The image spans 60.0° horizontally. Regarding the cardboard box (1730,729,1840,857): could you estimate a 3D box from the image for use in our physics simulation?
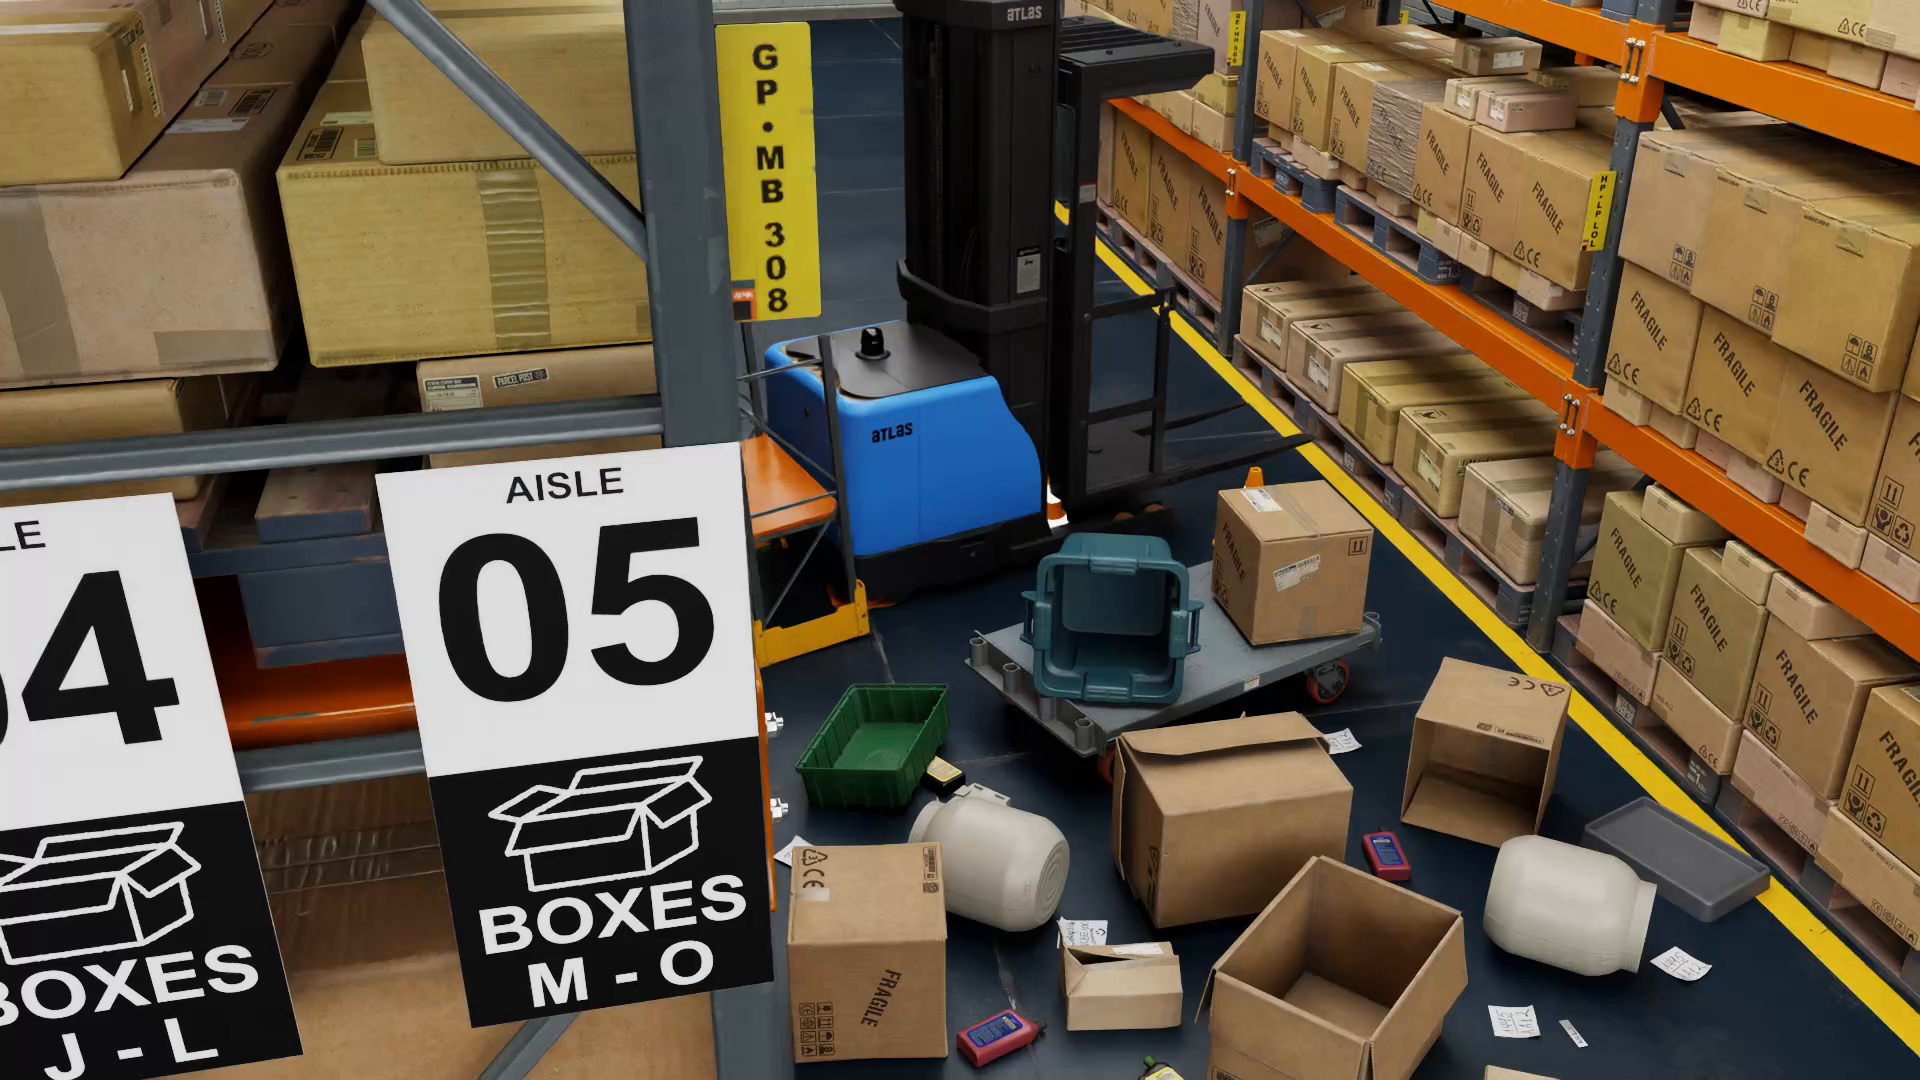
[{"bbox_3d":[3.272,0.910,6.203,0.500,0.250,0.500,-6,27,-12],"label":"cardboard box"}]

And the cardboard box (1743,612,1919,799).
[{"bbox_3d":[3.266,0.571,6.043,0.500,0.500,0.500,-5,27,-9],"label":"cardboard box"}]

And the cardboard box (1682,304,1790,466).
[{"bbox_3d":[3.112,-0.620,6.208,0.500,0.500,0.500,-6,27,-12],"label":"cardboard box"}]

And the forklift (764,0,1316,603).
[{"bbox_3d":[0.539,-1.475,8.420,3.031,2.935,1.130,-15,30,-27],"label":"forklift"}]

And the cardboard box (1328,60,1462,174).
[{"bbox_3d":[2.373,-2.321,9.113,0.500,0.500,0.500,-5,27,-11],"label":"cardboard box"}]

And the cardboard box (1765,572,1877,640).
[{"bbox_3d":[3.169,0.224,6.010,0.380,0.149,0.250,-4,27,-9],"label":"cardboard box"}]

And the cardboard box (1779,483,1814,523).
[{"bbox_3d":[3.216,-0.154,6.005,0.380,0.149,0.250,-6,27,-12],"label":"cardboard box"}]

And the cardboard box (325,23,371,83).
[{"bbox_3d":[-0.724,-0.677,2.692,0.500,0.250,0.500,-6,27,-12],"label":"cardboard box"}]

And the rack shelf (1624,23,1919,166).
[{"bbox_3d":[3.599,-1.022,4.915,1.077,0.370,4.000,-6,27,-12],"label":"rack shelf"}]

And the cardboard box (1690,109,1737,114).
[{"bbox_3d":[6.358,-3.510,13.963,0.380,0.149,0.250,-5,27,-10],"label":"cardboard box"}]

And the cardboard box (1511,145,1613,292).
[{"bbox_3d":[2.821,-1.426,7.340,0.500,0.500,0.500,-6,27,-13],"label":"cardboard box"}]

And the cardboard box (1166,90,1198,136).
[{"bbox_3d":[1.750,-2.989,11.510,0.500,0.250,0.500,-5,27,-11],"label":"cardboard box"}]

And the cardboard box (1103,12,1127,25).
[{"bbox_3d":[1.403,-3.878,12.716,0.500,0.250,0.500,-6,27,-11],"label":"cardboard box"}]

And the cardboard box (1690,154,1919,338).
[{"bbox_3d":[3.130,-1.064,5.979,0.700,0.500,0.500,-6,27,-11],"label":"cardboard box"}]

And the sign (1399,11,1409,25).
[{"bbox_3d":[2.774,-3.179,10.522,0.100,0.325,0.005,-6,27,-12],"label":"sign"}]

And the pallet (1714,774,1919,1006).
[{"bbox_3d":[3.613,1.191,6.157,1.003,0.211,1.213,-6,27,-12],"label":"pallet"}]

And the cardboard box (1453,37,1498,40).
[{"bbox_3d":[5.480,-5.070,17.774,0.700,0.500,0.500,-5,27,-9],"label":"cardboard box"}]

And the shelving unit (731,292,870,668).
[{"bbox_3d":[-0.973,-0.359,7.759,0.587,1.500,1.083,-17,31,-22],"label":"shelving unit"}]

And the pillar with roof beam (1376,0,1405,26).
[{"bbox_3d":[1.356,-10.172,18.916,9.100,9.000,0.400,-6,27,-12],"label":"pillar with roof beam"}]

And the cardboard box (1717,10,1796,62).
[{"bbox_3d":[2.982,-1.826,5.989,0.380,0.149,0.250,-6,27,-12],"label":"cardboard box"}]

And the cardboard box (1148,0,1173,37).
[{"bbox_3d":[1.647,-3.773,11.675,0.500,0.500,0.500,-6,27,-12],"label":"cardboard box"}]

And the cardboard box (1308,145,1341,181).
[{"bbox_3d":[2.229,-2.177,9.546,0.380,0.149,0.250,-6,27,-11],"label":"cardboard box"}]

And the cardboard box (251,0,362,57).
[{"bbox_3d":[-1.357,-0.843,3.021,0.500,0.250,0.500,-6,27,-12],"label":"cardboard box"}]

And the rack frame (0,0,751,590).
[{"bbox_3d":[-0.750,-1.257,1.254,1.000,3.000,0.127,-6,27,-12],"label":"rack frame"}]

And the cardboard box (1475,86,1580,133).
[{"bbox_3d":[2.656,-2.018,7.791,0.380,0.149,0.250,-7,28,-13],"label":"cardboard box"}]

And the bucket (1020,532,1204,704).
[{"bbox_3d":[0.625,0.273,6.826,0.726,0.611,0.620,3,17,6],"label":"bucket"}]

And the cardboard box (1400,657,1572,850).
[{"bbox_3d":[2.064,0.841,6.526,0.500,0.500,0.500,13,30,24],"label":"cardboard box"}]

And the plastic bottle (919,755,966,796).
[{"bbox_3d":[-0.119,0.945,6.810,0.133,0.061,0.283,-23,35,-38],"label":"plastic bottle"}]

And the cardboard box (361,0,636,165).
[{"bbox_3d":[-0.515,-0.573,2.044,0.380,0.149,0.250,-6,27,-11],"label":"cardboard box"}]

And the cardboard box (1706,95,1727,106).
[{"bbox_3d":[6.756,-3.798,14.534,0.380,0.149,0.250,-7,28,-14],"label":"cardboard box"}]

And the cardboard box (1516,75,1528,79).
[{"bbox_3d":[2.984,-2.145,8.763,0.500,0.500,0.500,-7,28,-14],"label":"cardboard box"}]

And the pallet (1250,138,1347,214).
[{"bbox_3d":[2.511,-2.250,10.093,1.213,0.211,1.003,-6,27,-12],"label":"pallet"}]

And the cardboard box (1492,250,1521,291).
[{"bbox_3d":[2.721,-1.273,7.756,0.380,0.149,0.250,-7,28,-13],"label":"cardboard box"}]

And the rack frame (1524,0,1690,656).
[{"bbox_3d":[3.148,-0.882,7.169,1.000,3.000,0.127,-6,27,-12],"label":"rack frame"}]

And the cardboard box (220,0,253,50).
[{"bbox_3d":[-1.329,-0.843,2.580,0.380,0.149,0.250,-5,27,-11],"label":"cardboard box"}]

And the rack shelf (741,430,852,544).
[{"bbox_3d":[-0.957,-0.198,7.837,0.538,0.185,1.000,-17,31,-22],"label":"rack shelf"}]

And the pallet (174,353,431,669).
[{"bbox_3d":[-0.927,-0.203,2.593,1.003,0.211,1.213,-6,27,-12],"label":"pallet"}]

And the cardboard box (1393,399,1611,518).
[{"bbox_3d":[2.862,-0.442,8.746,0.950,0.372,0.625,-4,27,-8],"label":"cardboard box"}]

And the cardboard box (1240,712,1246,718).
[{"bbox_3d":[1.241,0.914,6.644,0.396,0.266,0.258,19,32,32],"label":"cardboard box"}]

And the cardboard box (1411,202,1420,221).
[{"bbox_3d":[2.588,-1.731,8.663,0.380,0.149,0.250,-7,28,-13],"label":"cardboard box"}]

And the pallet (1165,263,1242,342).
[{"bbox_3d":[2.143,-1.747,11.977,1.003,0.211,1.213,-6,27,-12],"label":"pallet"}]

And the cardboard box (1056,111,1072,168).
[{"bbox_3d":[1.309,-3.724,15.177,0.875,0.438,0.875,-6,27,-12],"label":"cardboard box"}]

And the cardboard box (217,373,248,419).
[{"bbox_3d":[-1.211,-0.260,2.310,0.380,0.149,0.250,-6,27,-11],"label":"cardboard box"}]

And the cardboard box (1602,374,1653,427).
[{"bbox_3d":[2.907,-0.599,6.887,0.380,0.149,0.250,-6,27,-12],"label":"cardboard box"}]

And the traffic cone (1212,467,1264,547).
[{"bbox_3d":[1.505,-0.152,8.537,0.336,0.463,0.334,-6,27,-12],"label":"traffic cone"}]

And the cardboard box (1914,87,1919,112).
[{"bbox_3d":[3.185,-1.372,5.090,0.380,0.149,0.250,-6,28,-13],"label":"cardboard box"}]

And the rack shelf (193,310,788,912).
[{"bbox_3d":[-1.201,-0.475,3.832,1.077,0.370,4.000,-6,27,-12],"label":"rack shelf"}]

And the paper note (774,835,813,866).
[{"bbox_3d":[-0.618,1.193,6.351,0.142,0.020,0.147,19,32,32],"label":"paper note"}]

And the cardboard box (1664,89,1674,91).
[{"bbox_3d":[6.140,-3.963,14.860,0.380,0.149,0.250,-7,28,-13],"label":"cardboard box"}]

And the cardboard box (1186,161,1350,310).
[{"bbox_3d":[2.172,-2.189,11.649,0.875,0.875,0.875,-6,27,-12],"label":"cardboard box"}]
